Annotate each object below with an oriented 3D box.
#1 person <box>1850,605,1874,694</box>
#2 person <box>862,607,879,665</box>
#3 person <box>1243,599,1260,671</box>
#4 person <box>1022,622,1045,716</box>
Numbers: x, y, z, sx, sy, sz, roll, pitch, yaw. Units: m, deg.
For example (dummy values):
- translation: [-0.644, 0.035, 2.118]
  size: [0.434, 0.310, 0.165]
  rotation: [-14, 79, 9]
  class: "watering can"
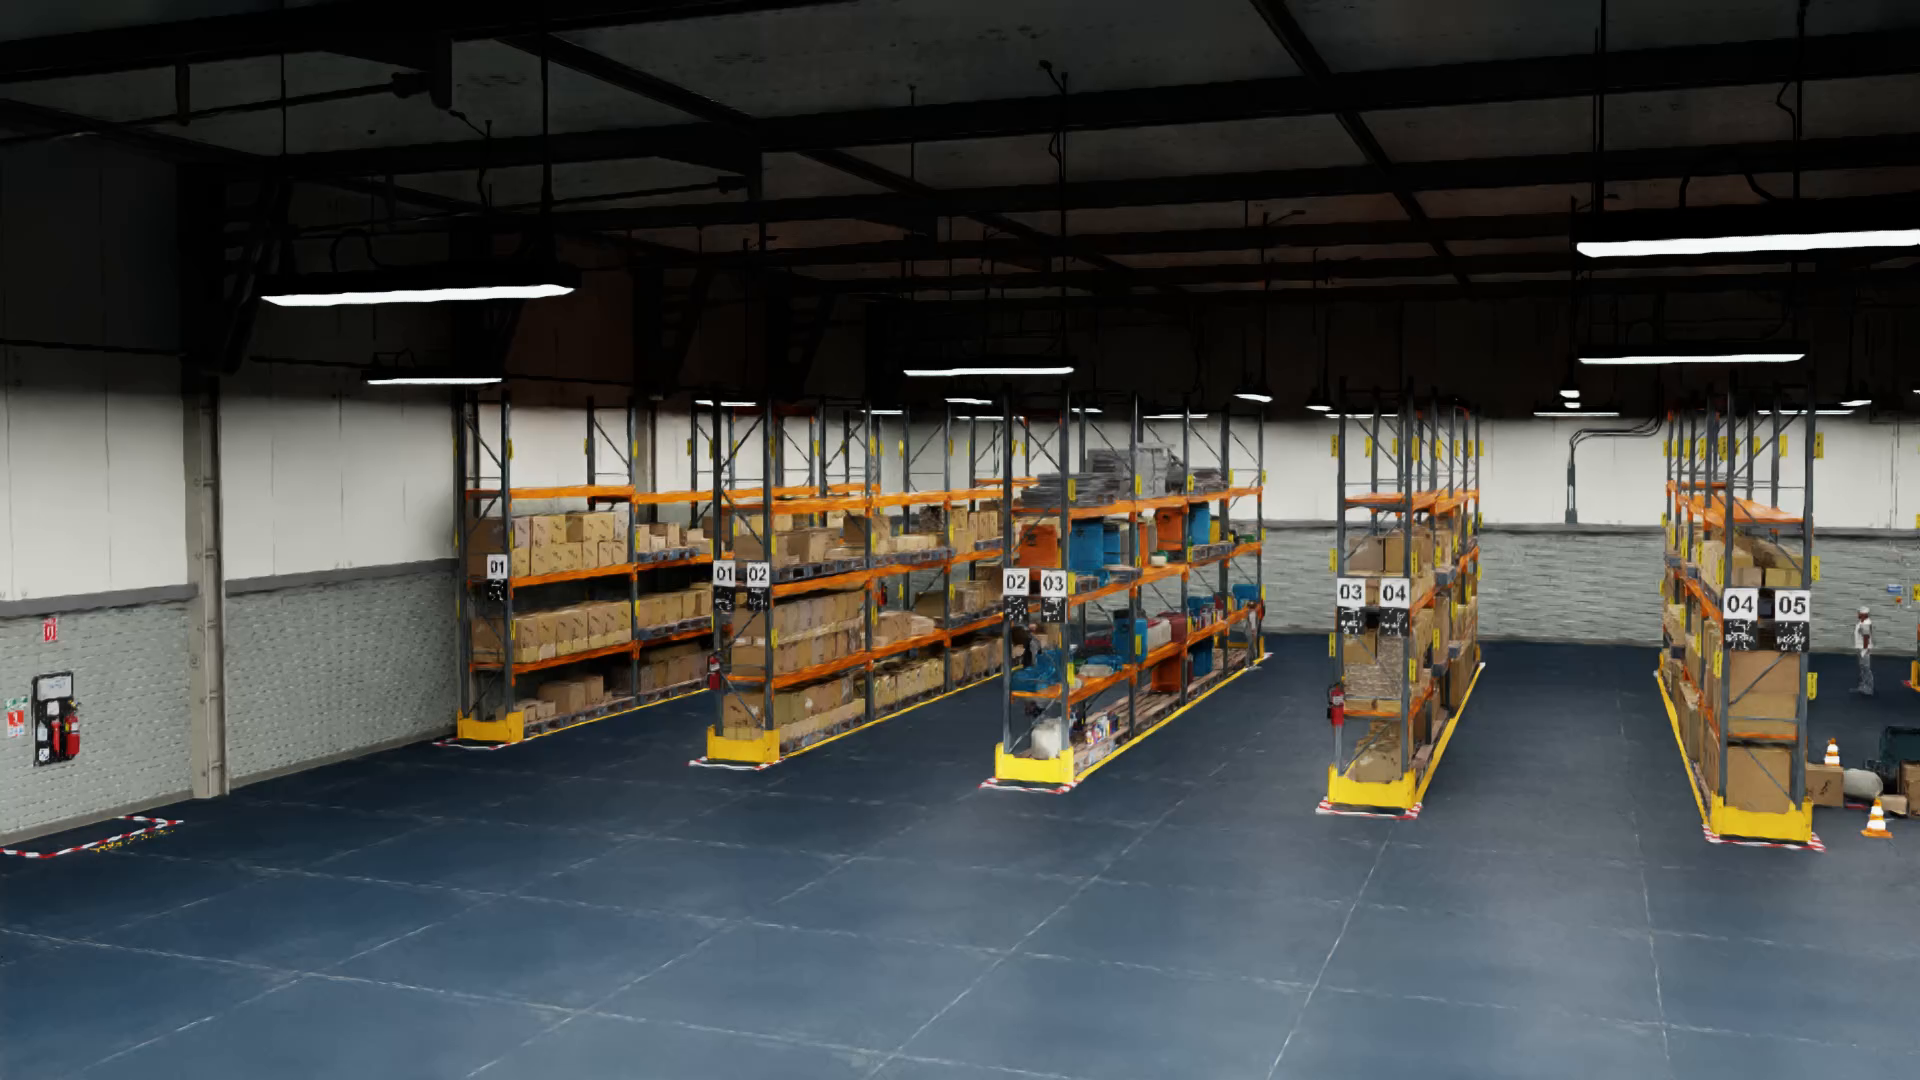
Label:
- translation: [18.441, 2.229, 33.947]
  size: [0.412, 1.786, 0.664]
  rotation: [1, 3, 24]
  class: "person"
- translation: [-2.007, 2.198, 37.070]
  size: [0.566, 1.541, 0.519]
  rotation: [1, 3, 18]
  class: "person"
- translation: [6.576, 2.130, 37.346]
  size: [0.423, 1.598, 0.503]
  rotation: [0, 3, 1]
  class: "person"
- translation: [1.403, 2.418, 31.234]
  size: [0.450, 1.703, 0.584]
  rotation: [-1, 3, -10]
  class: "person"
